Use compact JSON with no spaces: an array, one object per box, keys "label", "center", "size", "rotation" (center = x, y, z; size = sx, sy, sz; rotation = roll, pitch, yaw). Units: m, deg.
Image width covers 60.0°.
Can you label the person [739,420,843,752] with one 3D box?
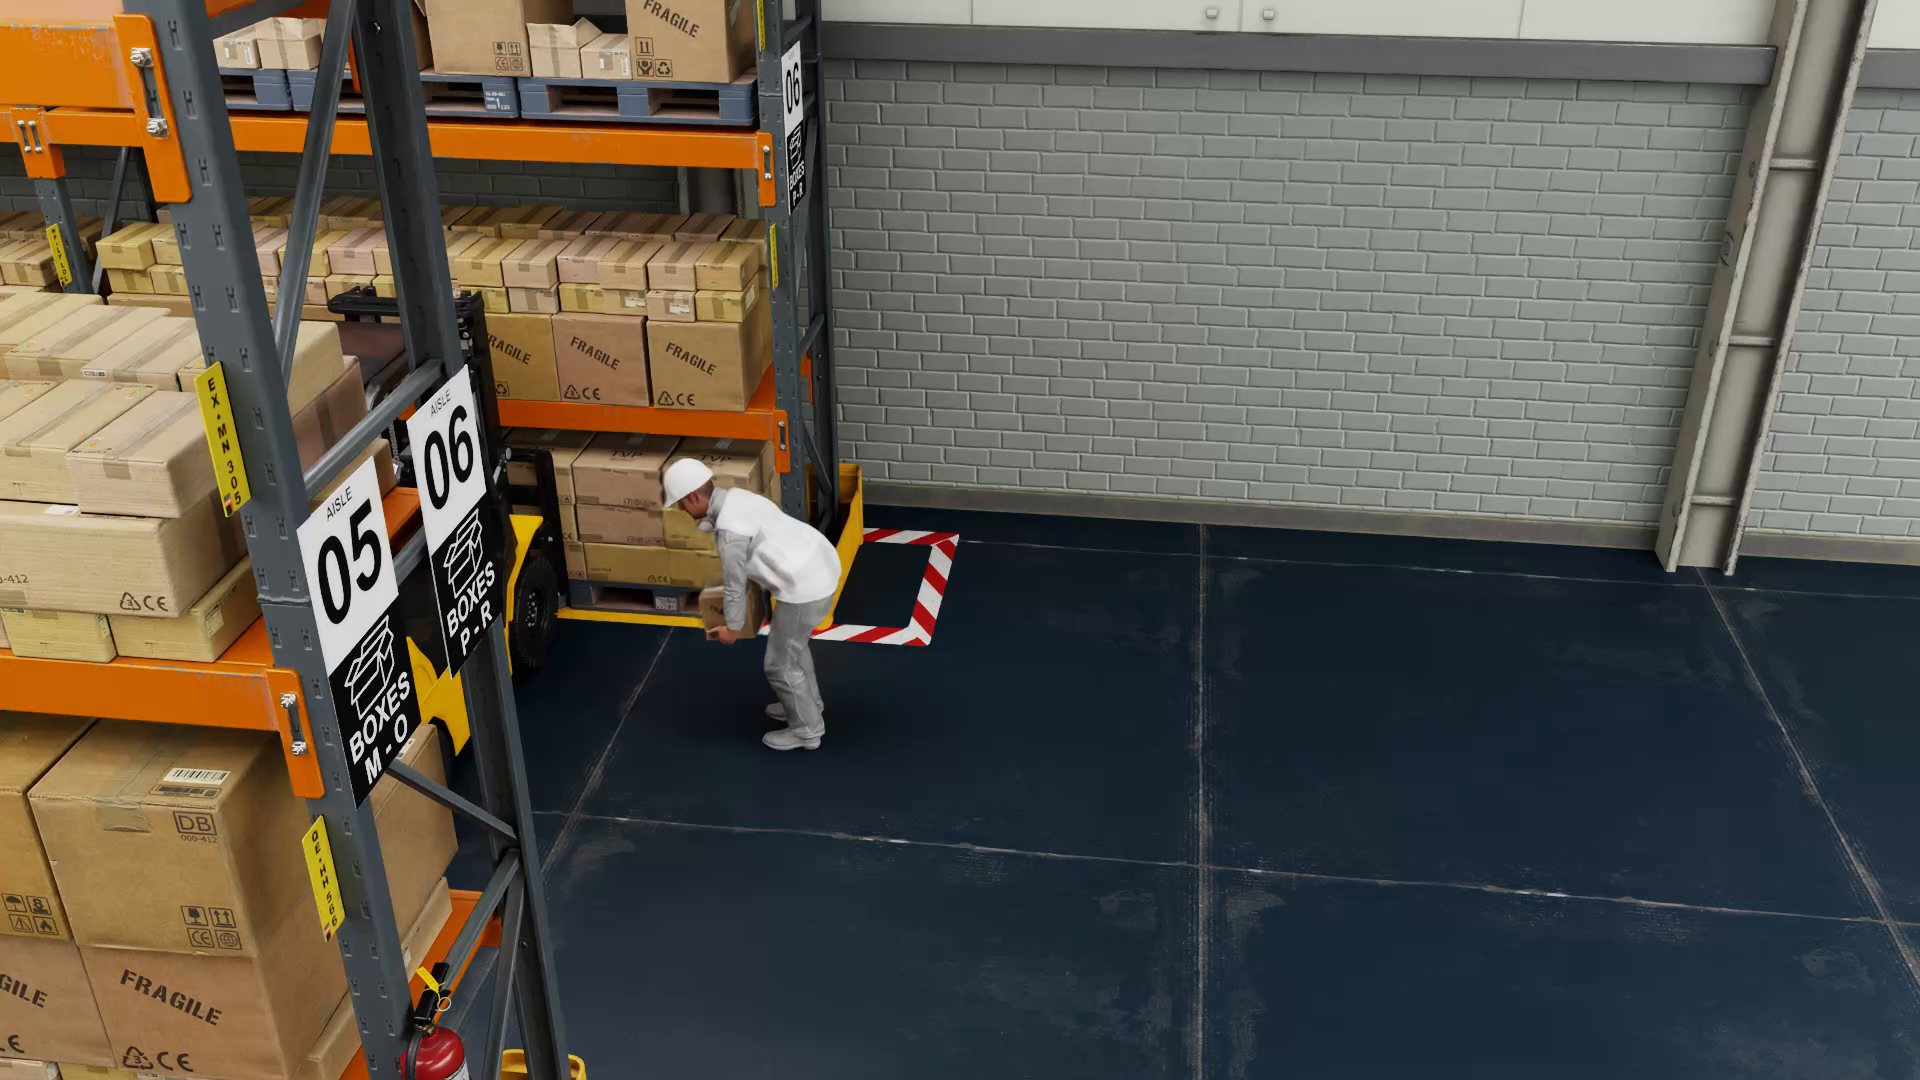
[{"label":"person","center":[-0.806,0.215,8.195],"size":[0.463,1.770,0.575],"rotation":[2,28,4]}]
